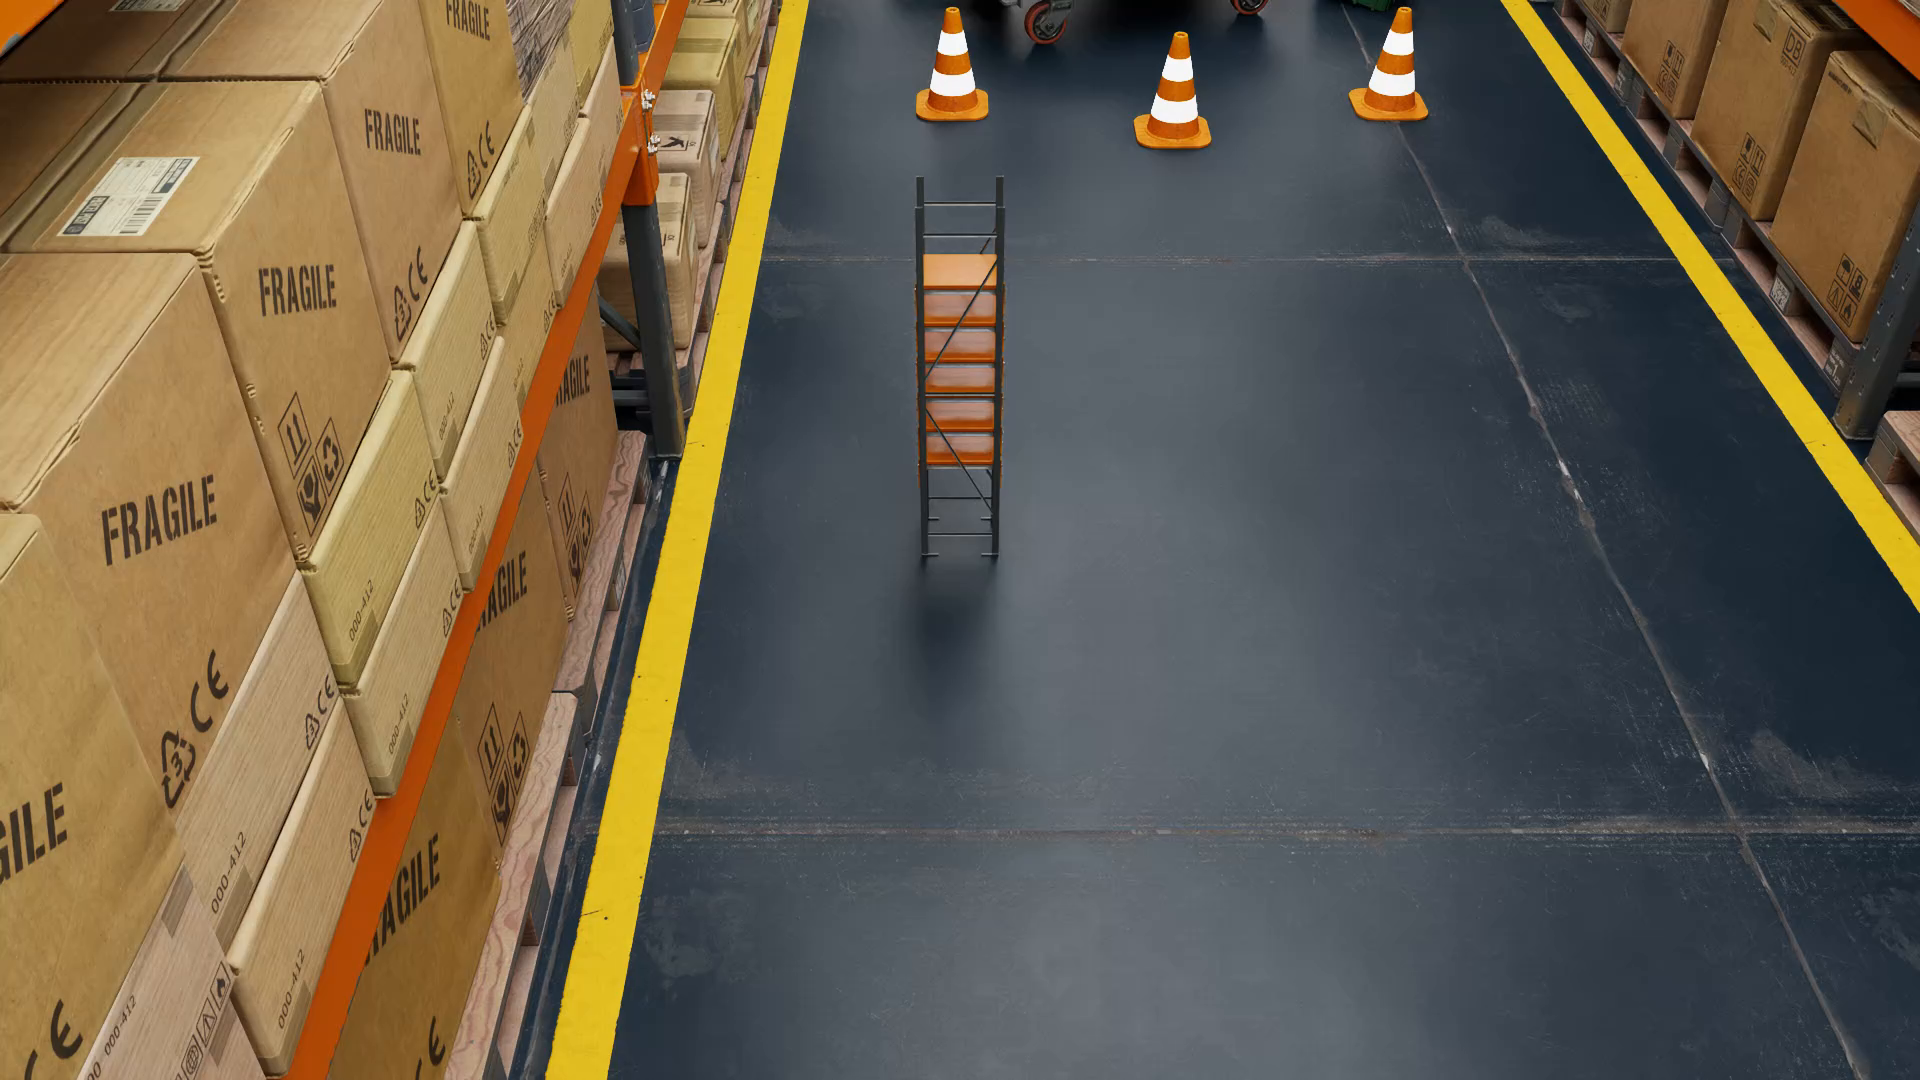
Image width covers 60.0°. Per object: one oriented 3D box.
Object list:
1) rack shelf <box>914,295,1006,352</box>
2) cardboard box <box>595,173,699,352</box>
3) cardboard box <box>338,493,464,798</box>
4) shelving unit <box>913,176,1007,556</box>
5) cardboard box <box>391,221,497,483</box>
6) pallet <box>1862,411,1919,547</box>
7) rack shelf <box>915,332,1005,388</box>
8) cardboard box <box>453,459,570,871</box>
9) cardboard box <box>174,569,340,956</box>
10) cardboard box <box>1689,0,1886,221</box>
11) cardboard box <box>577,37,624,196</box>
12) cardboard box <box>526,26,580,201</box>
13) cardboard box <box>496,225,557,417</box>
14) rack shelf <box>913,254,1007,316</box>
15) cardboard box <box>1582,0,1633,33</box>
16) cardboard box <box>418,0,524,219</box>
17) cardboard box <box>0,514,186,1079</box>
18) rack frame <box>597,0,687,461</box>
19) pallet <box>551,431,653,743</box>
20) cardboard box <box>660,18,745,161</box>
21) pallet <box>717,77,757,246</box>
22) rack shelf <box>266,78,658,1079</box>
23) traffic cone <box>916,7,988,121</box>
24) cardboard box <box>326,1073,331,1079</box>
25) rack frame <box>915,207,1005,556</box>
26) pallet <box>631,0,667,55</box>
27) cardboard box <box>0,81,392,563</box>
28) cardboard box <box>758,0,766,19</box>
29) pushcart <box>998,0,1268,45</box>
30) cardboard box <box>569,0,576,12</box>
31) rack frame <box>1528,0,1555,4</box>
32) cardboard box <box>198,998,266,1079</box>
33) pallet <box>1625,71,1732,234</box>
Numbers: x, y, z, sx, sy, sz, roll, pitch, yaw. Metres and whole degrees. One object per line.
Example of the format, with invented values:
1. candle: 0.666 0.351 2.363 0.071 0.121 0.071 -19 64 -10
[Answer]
1. rack shelf: 0.000 -0.630 4.764 0.258 0.103 0.180 0 39 0
2. cardboard box: -1.424 -0.968 5.825 0.950 0.372 0.625 -2 39 -3
3. cardboard box: -1.152 0.164 2.767 0.500 0.250 0.500 0 39 0
4. shelving unit: 0.000 -0.477 4.886 0.258 1.200 0.189 0 39 0
5. cardboard box: -1.153 -0.345 3.002 0.500 0.250 0.500 -1 39 -1
6. pallet: 3.516 0.034 5.039 1.003 0.211 1.213 0 39 0
7. rack shelf: 0.000 -0.536 4.839 0.258 0.103 0.180 0 39 0
8. cardboard box: -1.519 0.179 3.992 0.875 0.875 0.875 0 39 1
9. cardboard box: -1.176 0.287 2.213 0.500 0.250 0.500 1 39 1
10. cardboard box: 3.601 -1.757 6.507 1.050 0.750 0.750 1 39 1
11. cardboard box: -1.173 -1.102 4.346 0.500 0.250 0.500 -1 39 -2
12. cardboard box: -1.174 -0.990 3.806 0.500 0.250 0.500 -1 39 -1
13. cardboard box: -1.172 -0.468 3.555 0.500 0.250 0.500 0 39 -1
14. rack shelf: 0.000 -0.724 4.689 0.258 0.103 0.180 0 39 0
15. cardboard box: 3.603 -2.942 7.986 1.050 0.750 0.750 0 39 0
16. cardboard box: -1.168 -0.951 3.159 0.500 0.500 0.500 0 39 0
17. cardboard box: -1.142 0.320 1.572 0.500 0.500 0.500 0 39 0
18. rack frame: -1.433 -1.476 4.694 1.000 3.000 0.127 0 39 0
19. pallet: -1.508 0.105 4.950 1.003 0.211 1.213 0 39 0
20. cardboard box: -1.428 -1.904 6.993 0.950 0.372 0.625 1 39 1
21. pallet: -1.431 -1.638 7.125 1.003 0.211 1.213 0 39 0
22. rack shelf: -1.431 0.055 3.358 1.077 0.370 4.000 0 39 0
23. traffic cone: -0.037 -2.213 7.642 0.336 0.463 0.334 0 39 0
24. cardboard box: -1.509 1.303 2.589 0.875 0.875 0.875 1 39 1
25. rack frame: 0.000 -0.420 4.815 0.240 1.200 0.006 0 39 0
26. pallet: -1.541 -1.847 5.310 1.213 0.211 1.003 0 39 0
27. cardboard box: -1.168 -0.311 2.360 0.500 0.500 0.500 -1 39 -1
28. cardboard box: -1.435 -2.788 8.096 0.950 0.372 0.625 0 39 1
29. pushcart: 0.842 -2.988 8.676 1.648 0.377 0.936 -13 40 -16
30. cardboard box: -1.171 -1.583 3.947 0.500 0.500 0.500 -1 39 -1
31. rack frame: 3.512 -4.045 7.898 1.000 3.000 0.127 0 39 0
32. cardboard box: -1.165 0.808 1.963 0.500 0.250 0.500 -1 39 -1
33. pallet: 3.592 -1.709 7.214 1.003 0.211 1.213 0 39 0
